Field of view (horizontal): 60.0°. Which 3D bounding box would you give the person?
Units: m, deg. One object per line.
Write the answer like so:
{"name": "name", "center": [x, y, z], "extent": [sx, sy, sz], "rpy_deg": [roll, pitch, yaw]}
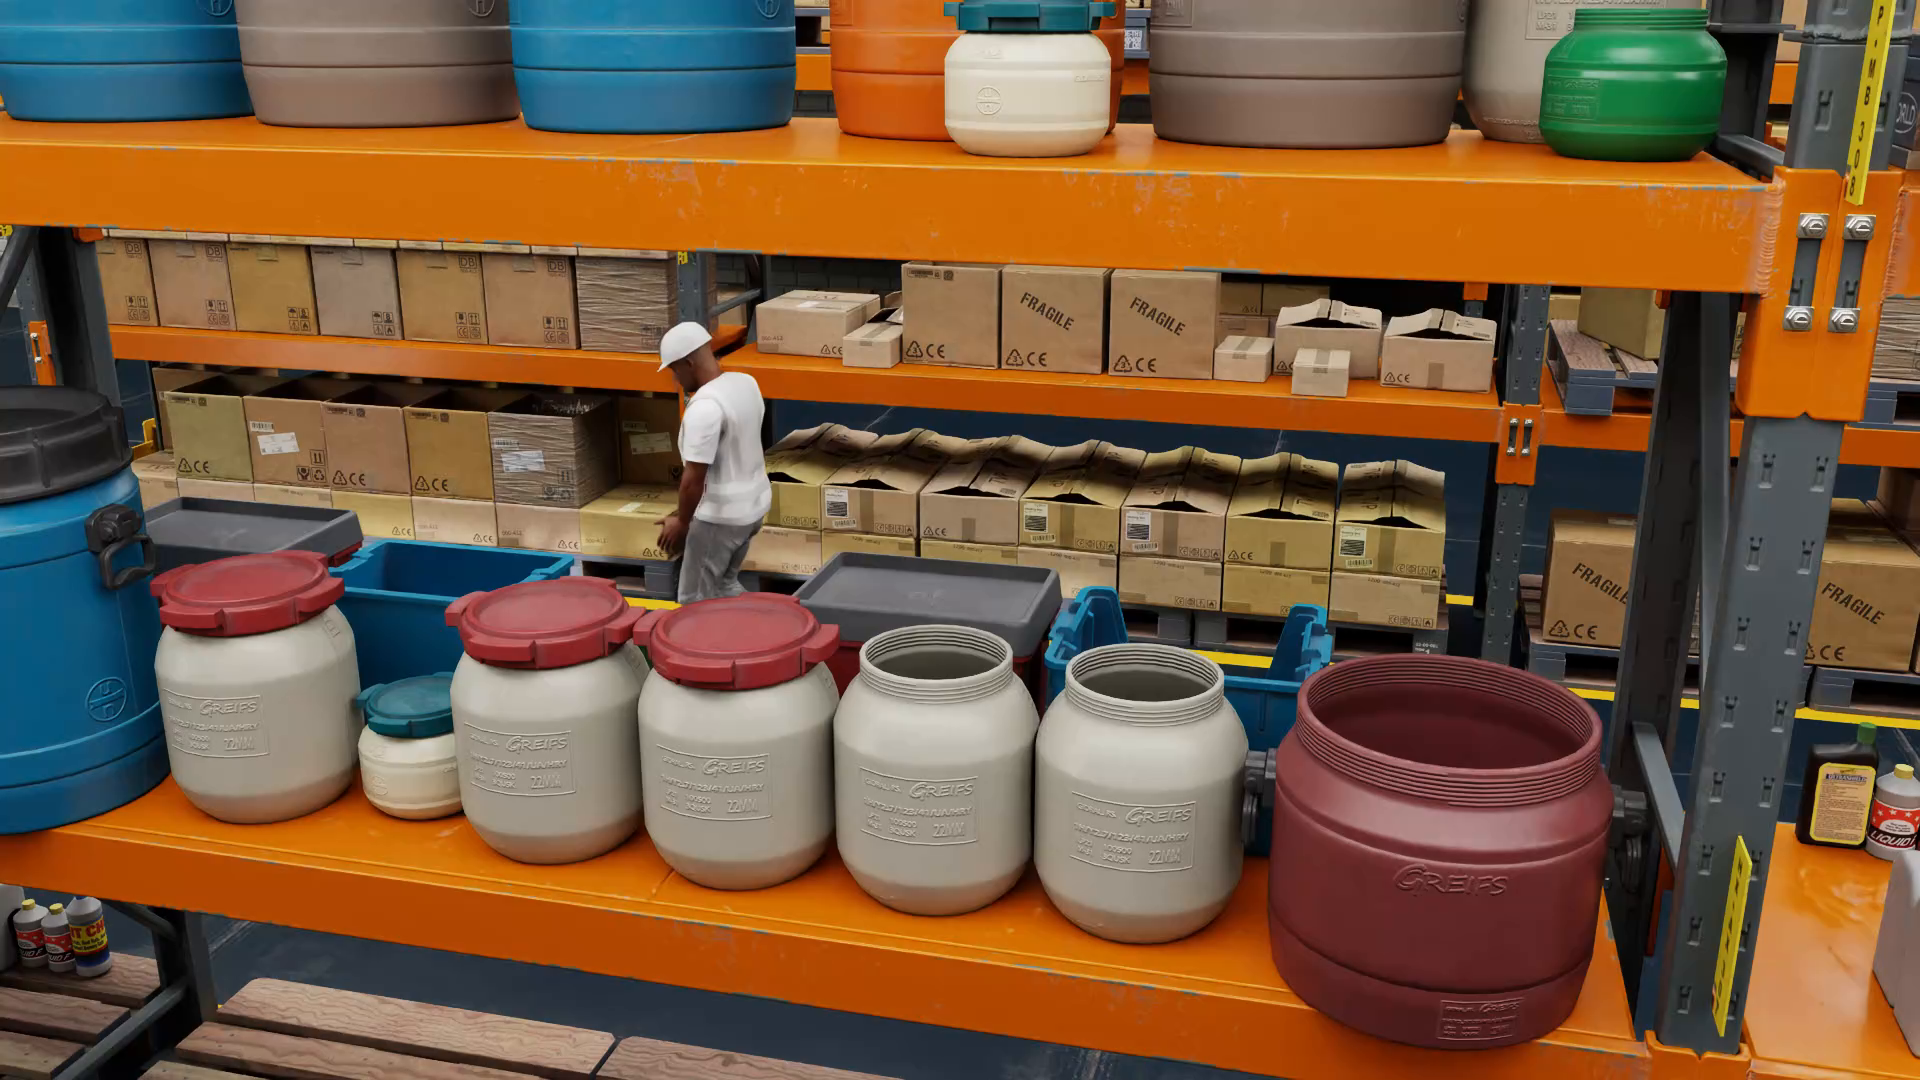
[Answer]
{"name": "person", "center": [-1.103, -0.122, 7.478], "extent": [0.453, 1.716, 0.591], "rpy_deg": [5, 19, 15]}
